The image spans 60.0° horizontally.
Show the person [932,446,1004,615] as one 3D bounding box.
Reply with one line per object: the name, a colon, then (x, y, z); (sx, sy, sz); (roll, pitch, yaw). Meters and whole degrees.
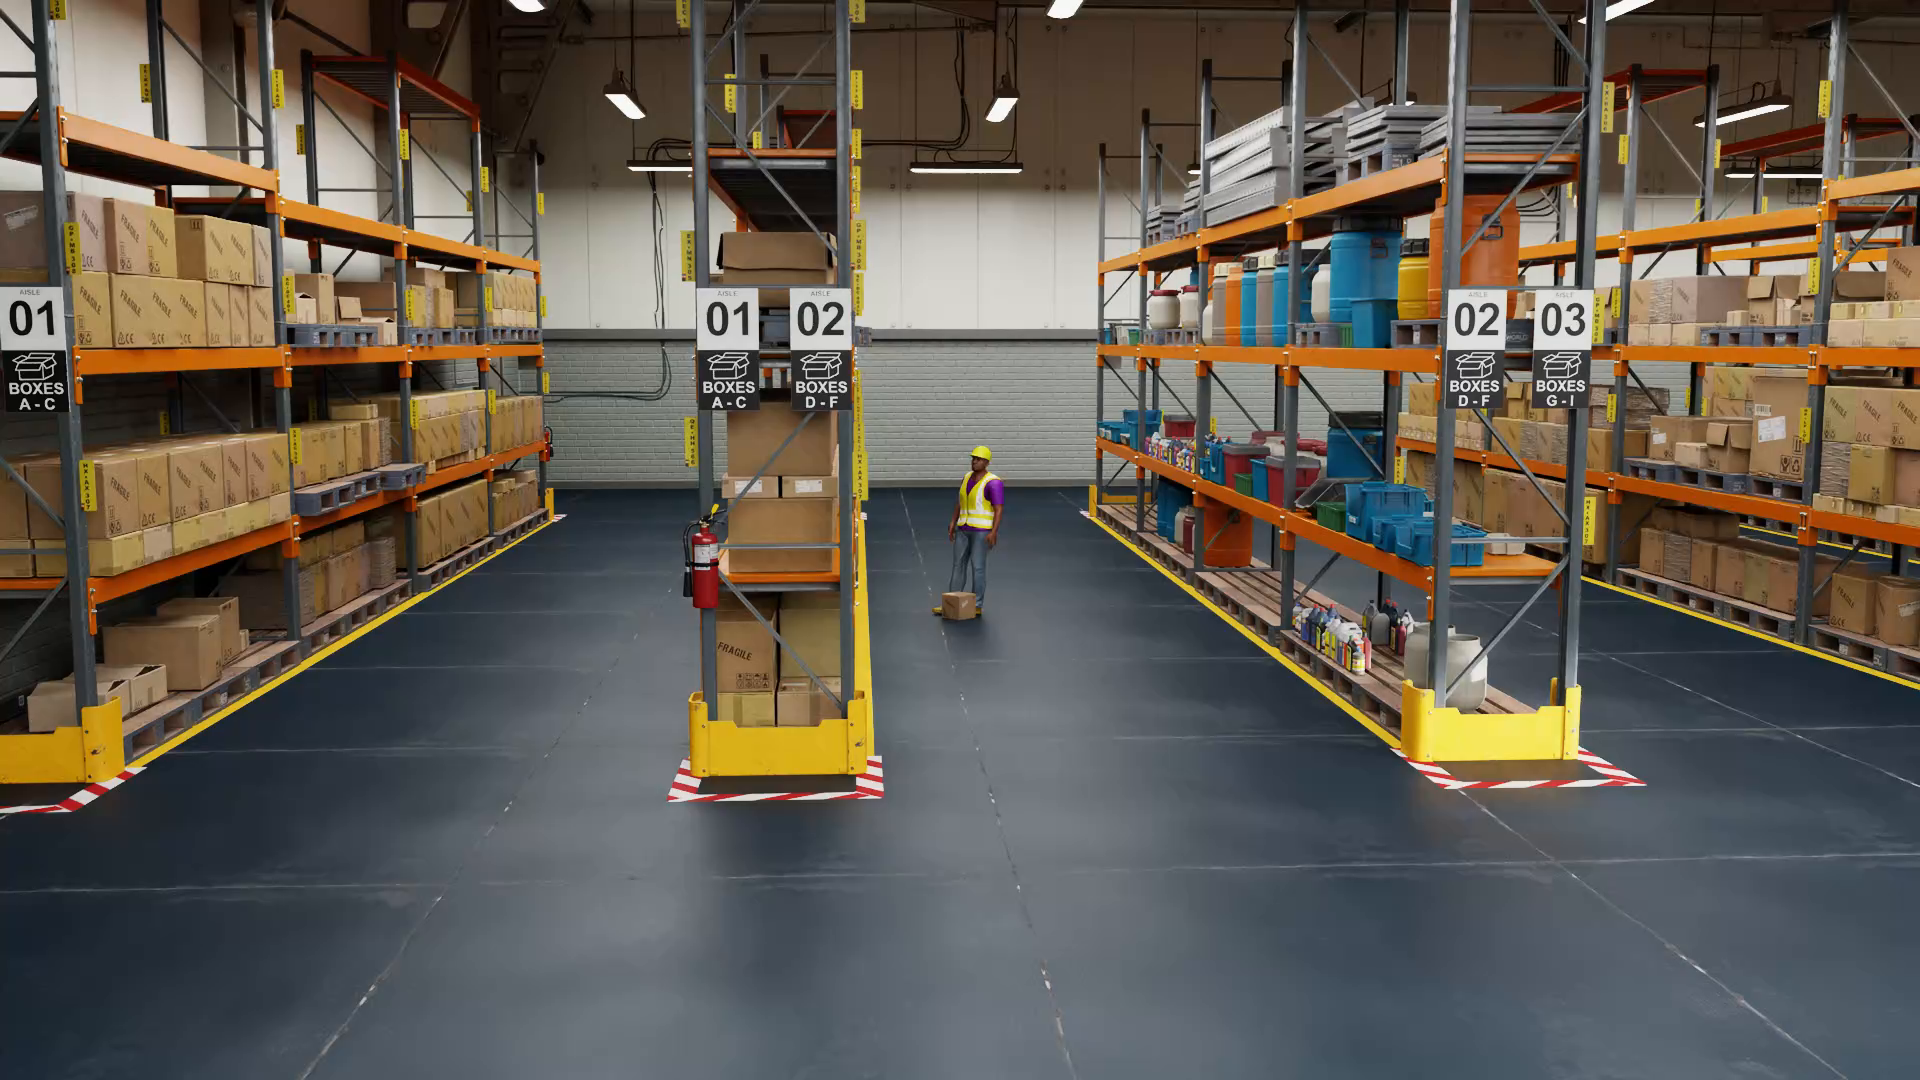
person: (0.105, -0.096, 17.372); (0.666, 1.765, 0.577); (7, 9, 44)
